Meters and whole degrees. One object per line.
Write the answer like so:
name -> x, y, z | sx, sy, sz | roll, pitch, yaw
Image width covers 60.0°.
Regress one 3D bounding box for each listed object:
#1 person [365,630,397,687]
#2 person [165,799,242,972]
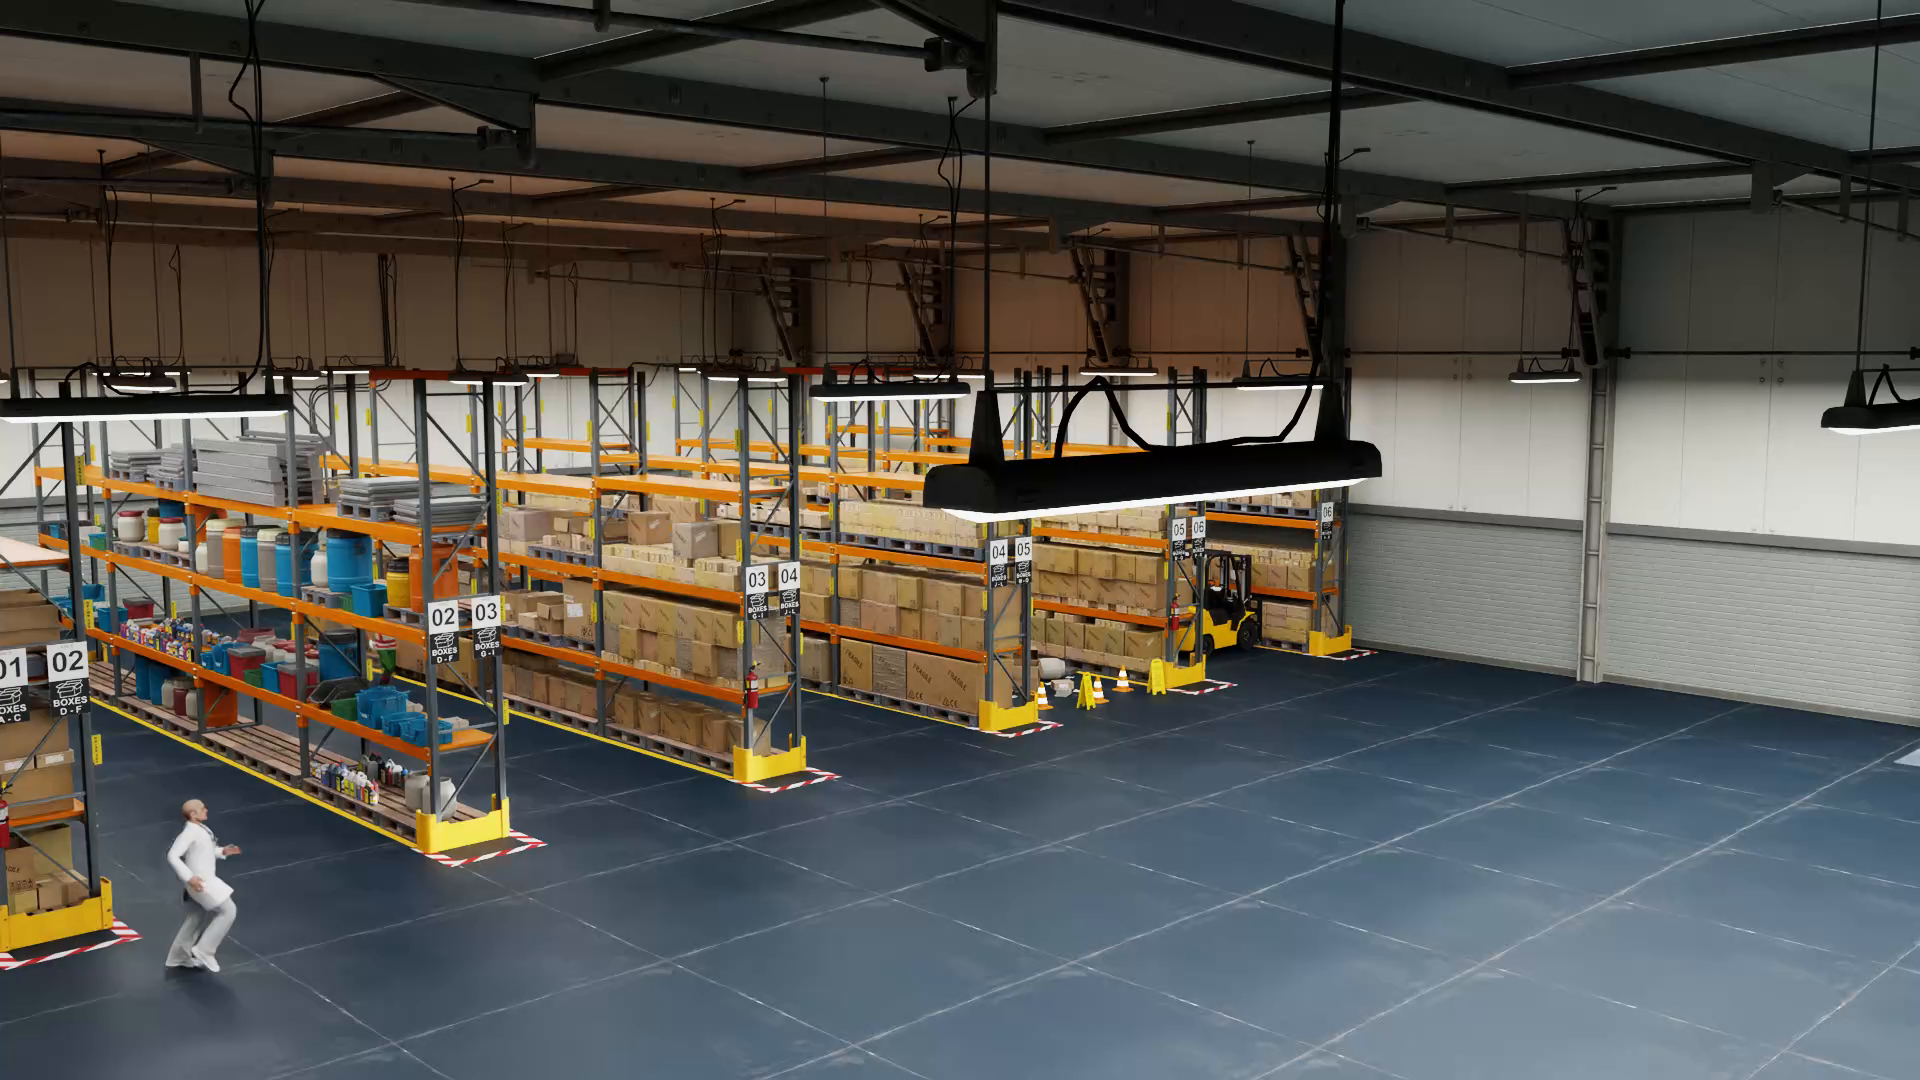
person -> -10.502, 2.029, 30.442 | 0.769, 1.794, 0.656 | 6, 9, 43
person -> -7.757, 3.538, 17.031 | 0.771, 1.798, 0.676 | -3, 7, -27
